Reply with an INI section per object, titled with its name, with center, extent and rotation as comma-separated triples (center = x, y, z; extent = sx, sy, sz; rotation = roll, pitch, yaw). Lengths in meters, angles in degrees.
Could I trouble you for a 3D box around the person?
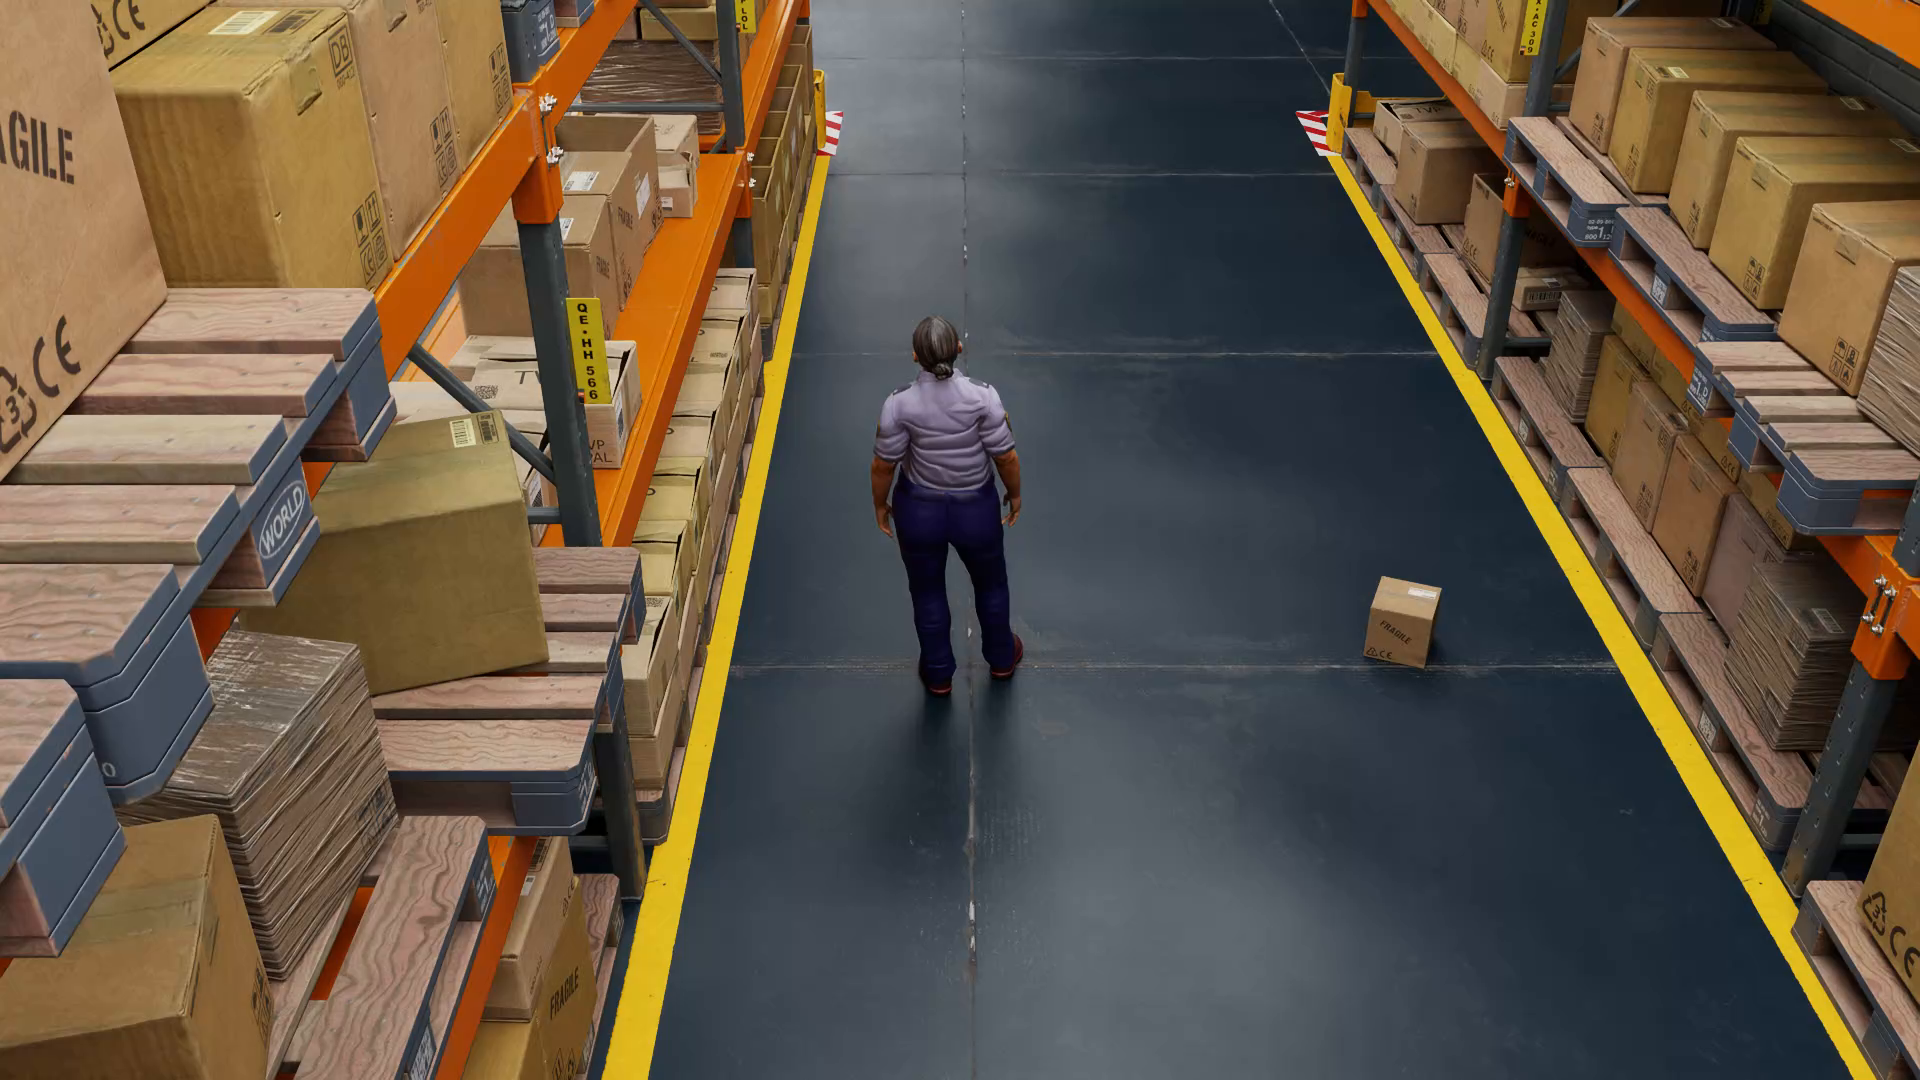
[person]
center = 0.003, 0.113, 6.534
extent = 0.525, 1.034, 0.501
rotation = 0, 32, -1
